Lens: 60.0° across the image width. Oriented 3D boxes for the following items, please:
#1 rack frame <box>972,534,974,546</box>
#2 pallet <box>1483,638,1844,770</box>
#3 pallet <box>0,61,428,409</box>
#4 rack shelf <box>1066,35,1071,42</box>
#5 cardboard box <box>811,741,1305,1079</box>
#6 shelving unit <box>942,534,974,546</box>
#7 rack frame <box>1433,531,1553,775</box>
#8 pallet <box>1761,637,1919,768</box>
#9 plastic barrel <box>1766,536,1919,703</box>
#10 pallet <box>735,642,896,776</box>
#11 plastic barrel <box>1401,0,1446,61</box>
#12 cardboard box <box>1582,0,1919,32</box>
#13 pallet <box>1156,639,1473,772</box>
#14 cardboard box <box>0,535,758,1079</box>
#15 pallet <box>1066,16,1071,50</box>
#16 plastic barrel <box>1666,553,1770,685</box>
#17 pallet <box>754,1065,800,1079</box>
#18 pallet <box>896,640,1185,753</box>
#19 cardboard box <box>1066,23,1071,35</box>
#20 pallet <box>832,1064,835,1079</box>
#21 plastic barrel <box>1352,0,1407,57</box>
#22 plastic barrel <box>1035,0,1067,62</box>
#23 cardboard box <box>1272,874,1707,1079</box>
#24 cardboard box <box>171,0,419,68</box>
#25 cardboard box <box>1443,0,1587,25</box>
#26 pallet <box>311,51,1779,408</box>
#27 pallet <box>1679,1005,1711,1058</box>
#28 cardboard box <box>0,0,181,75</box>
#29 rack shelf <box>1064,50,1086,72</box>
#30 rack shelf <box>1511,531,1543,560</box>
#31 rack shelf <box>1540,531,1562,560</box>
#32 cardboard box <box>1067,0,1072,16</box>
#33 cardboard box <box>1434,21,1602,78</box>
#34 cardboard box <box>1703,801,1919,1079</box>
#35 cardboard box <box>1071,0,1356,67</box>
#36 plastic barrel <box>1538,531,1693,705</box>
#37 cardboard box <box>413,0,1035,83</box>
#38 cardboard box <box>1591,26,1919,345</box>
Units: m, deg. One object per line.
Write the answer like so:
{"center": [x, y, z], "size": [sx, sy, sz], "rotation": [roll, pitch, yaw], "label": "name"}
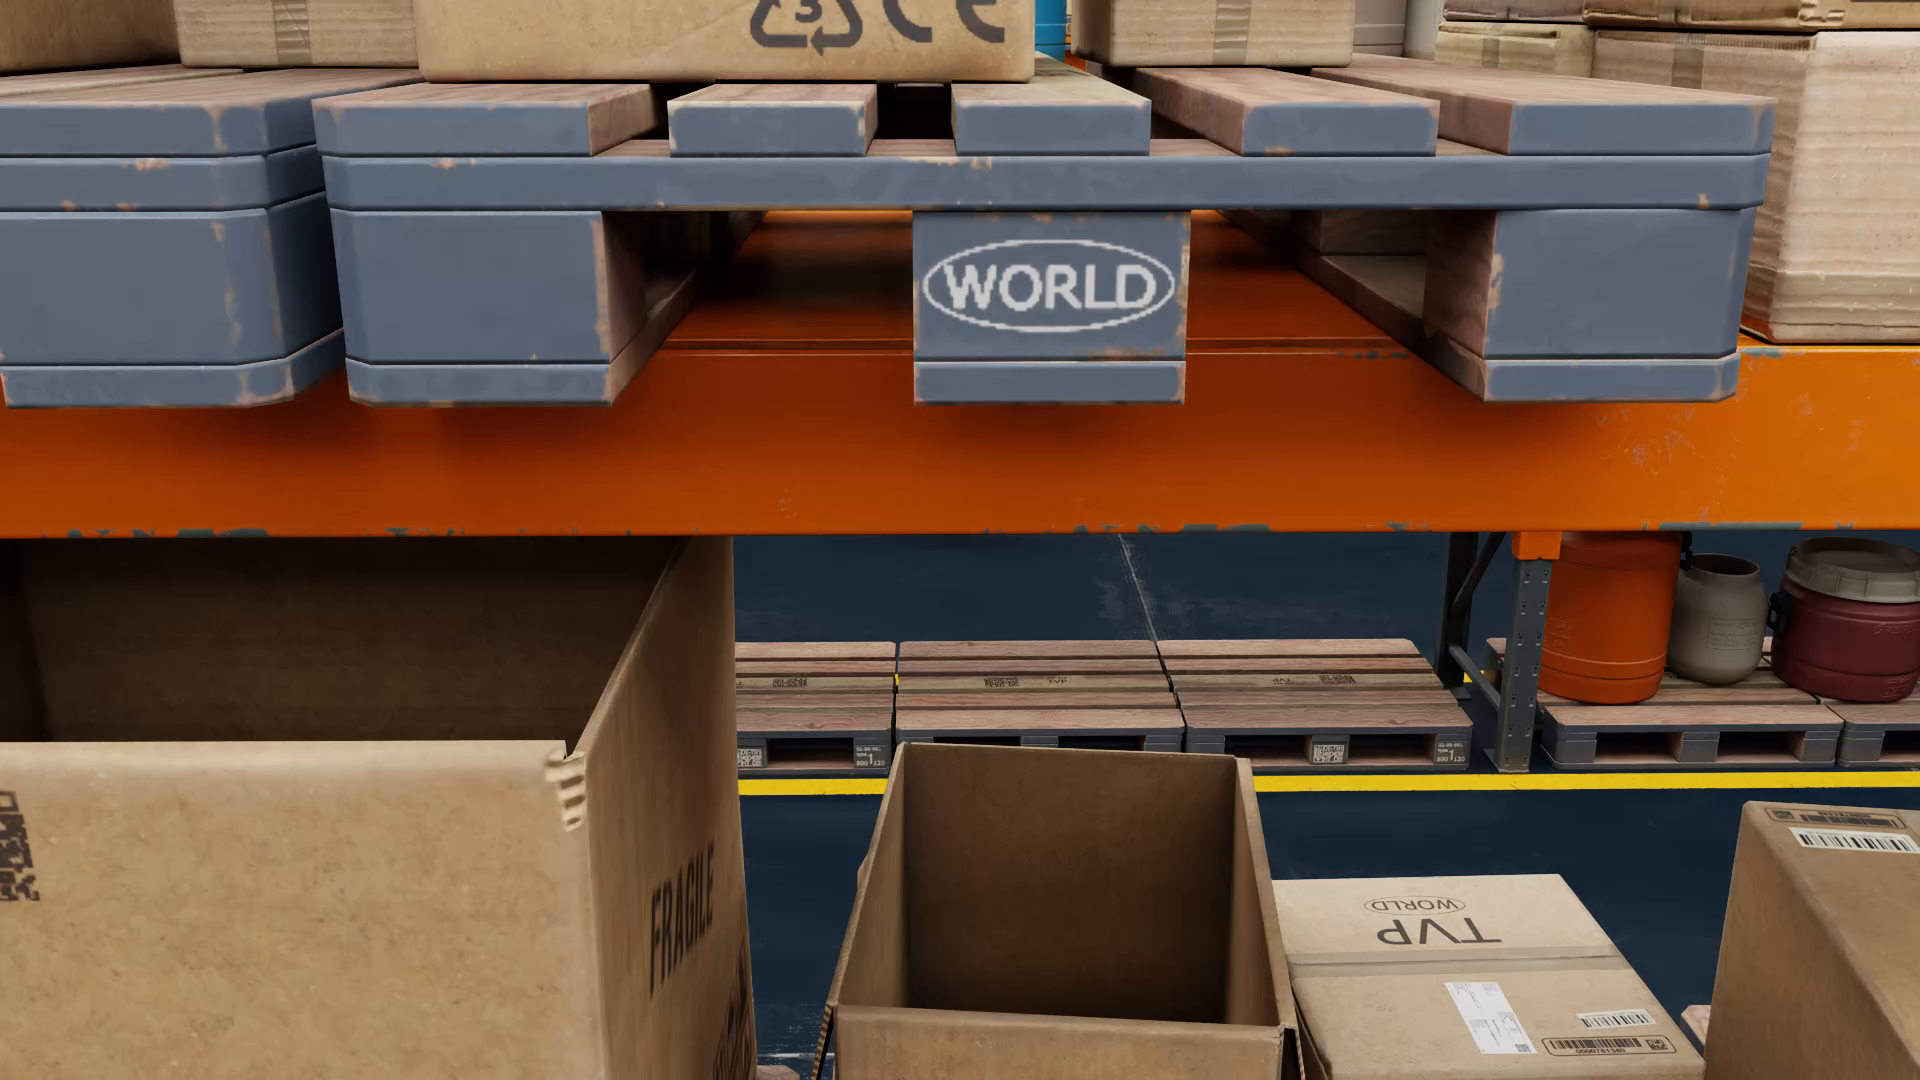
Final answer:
{"center": [0.077, -0.572, 9.865], "size": [0.006, 1.200, 0.240], "rotation": [0, 18, -1], "label": "rack frame"}
{"center": [3.105, 0.715, 7.473], "size": [1.213, 0.211, 1.003], "rotation": [0, 18, -1], "label": "pallet"}
{"center": [-0.985, -0.373, 1.698], "size": [1.003, 0.211, 1.213], "rotation": [0, 18, -1], "label": "pallet"}
{"center": [0.162, -4.698, 16.049], "size": [4.000, 0.370, 1.077], "rotation": [0, 18, -1], "label": "rack shelf"}
{"center": [0.128, 0.650, 2.254], "size": [0.637, 0.503, 0.797], "rotation": [2, 18, 5], "label": "cardboard box"}
{"center": [-0.014, -0.571, 9.864], "size": [0.189, 1.200, 0.258], "rotation": [0, 18, -1], "label": "shelving unit"}
{"center": [2.318, -0.596, 6.995], "size": [0.127, 3.000, 1.000], "rotation": [0, 18, -1], "label": "rack frame"}
{"center": [4.322, 0.710, 7.488], "size": [1.213, 0.211, 1.003], "rotation": [0, 18, -1], "label": "pallet"}
{"center": [3.936, 0.339, 7.340], "size": [0.708, 0.588, 0.600], "rotation": [0, 18, -1], "label": "plastic barrel"}
{"center": [-0.897, 0.735, 7.410], "size": [1.213, 0.211, 1.003], "rotation": [0, 18, -1], "label": "pallet"}
{"center": [2.002, -2.170, 6.807], "size": [0.421, 0.512, 0.421], "rotation": [0, 18, 0], "label": "plastic barrel"}
{"center": [0.915, -0.715, 1.474], "size": [0.500, 0.500, 0.500], "rotation": [0, 18, 0], "label": "cardboard box"}
{"center": [1.542, 0.724, 7.447], "size": [1.213, 0.211, 1.003], "rotation": [0, 18, -1], "label": "pallet"}
{"center": [-0.807, 0.489, 1.942], "size": [1.000, 1.000, 1.000], "rotation": [0, 18, 0], "label": "cardboard box"}
{"center": [0.448, -3.411, 11.167], "size": [1.213, 0.211, 1.003], "rotation": [1, 18, 2], "label": "pallet"}
{"center": [3.370, 0.351, 7.428], "size": [0.421, 0.512, 0.421], "rotation": [0, 18, 0], "label": "plastic barrel"}
{"center": [-0.837, 1.068, 2.122], "size": [1.213, 0.211, 1.003], "rotation": [0, 18, -1], "label": "pallet"}
{"center": [0.326, 0.729, 7.431], "size": [1.213, 0.211, 1.003], "rotation": [0, 18, -1], "label": "pallet"}
{"center": [0.864, -5.131, 16.019], "size": [0.637, 0.503, 0.797], "rotation": [2, 18, 7], "label": "cardboard box"}
{"center": [0.417, 1.030, 2.240], "size": [1.213, 0.211, 1.003], "rotation": [0, 18, -1], "label": "pallet"}
{"center": [1.493, -2.325, 6.655], "size": [0.600, 0.901, 0.600], "rotation": [0, 18, 0], "label": "plastic barrel"}
{"center": [0.131, -2.319, 6.634], "size": [0.708, 0.901, 0.600], "rotation": [0, 18, -1], "label": "plastic barrel"}
{"center": [0.716, 0.726, 2.432], "size": [0.500, 0.250, 0.500], "rotation": [-1, 18, -2], "label": "cardboard box"}
{"center": [-0.665, -0.664, 1.827], "size": [0.258, 0.266, 0.396], "rotation": [0, 18, 1], "label": "cardboard box"}
{"center": [0.912, -0.868, 1.949], "size": [0.500, 0.500, 0.500], "rotation": [-1, 18, -2], "label": "cardboard box"}
{"center": [0.052, -0.379, 1.716], "size": [1.003, 0.211, 1.213], "rotation": [0, 18, -1], "label": "pallet"}
{"center": [1.685, 1.044, 2.197], "size": [1.003, 0.211, 1.213], "rotation": [0, 18, -1], "label": "pallet"}
{"center": [-1.132, -0.714, 1.594], "size": [0.637, 0.503, 0.797], "rotation": [-1, 18, -4], "label": "cardboard box"}
{"center": [0.243, -3.185, 11.333], "size": [4.000, 0.370, 1.077], "rotation": [0, 18, -1], "label": "rack shelf"}
{"center": [0.318, -0.244, 7.075], "size": [4.000, 0.370, 1.077], "rotation": [0, 18, -1], "label": "rack shelf"}
{"center": [4.317, -0.263, 7.135], "size": [4.000, 0.370, 1.077], "rotation": [0, 18, -1], "label": "rack shelf"}
{"center": [0.694, -3.639, 11.129], "size": [0.500, 0.250, 0.500], "rotation": [-1, 18, -2], "label": "cardboard box"}
{"center": [0.895, -0.508, 2.055], "size": [0.500, 0.250, 0.500], "rotation": [0, 18, 0], "label": "cardboard box"}
{"center": [1.300, 0.717, 2.050], "size": [0.500, 0.500, 0.700], "rotation": [2, 18, 7], "label": "cardboard box"}
{"center": [0.270, -0.621, 1.856], "size": [0.250, 0.166, 0.380], "rotation": [-1, 18, -2], "label": "cardboard box"}
{"center": [2.807, 0.230, 7.286], "size": [0.708, 0.830, 0.600], "rotation": [0, 18, -1], "label": "plastic barrel"}
{"center": [-0.190, -0.718, 1.609], "size": [0.637, 0.503, 0.797], "rotation": [0, 18, 1], "label": "cardboard box"}
{"center": [0.926, -0.355, 1.578], "size": [0.500, 0.250, 0.500], "rotation": [0, 18, 1], "label": "cardboard box"}
